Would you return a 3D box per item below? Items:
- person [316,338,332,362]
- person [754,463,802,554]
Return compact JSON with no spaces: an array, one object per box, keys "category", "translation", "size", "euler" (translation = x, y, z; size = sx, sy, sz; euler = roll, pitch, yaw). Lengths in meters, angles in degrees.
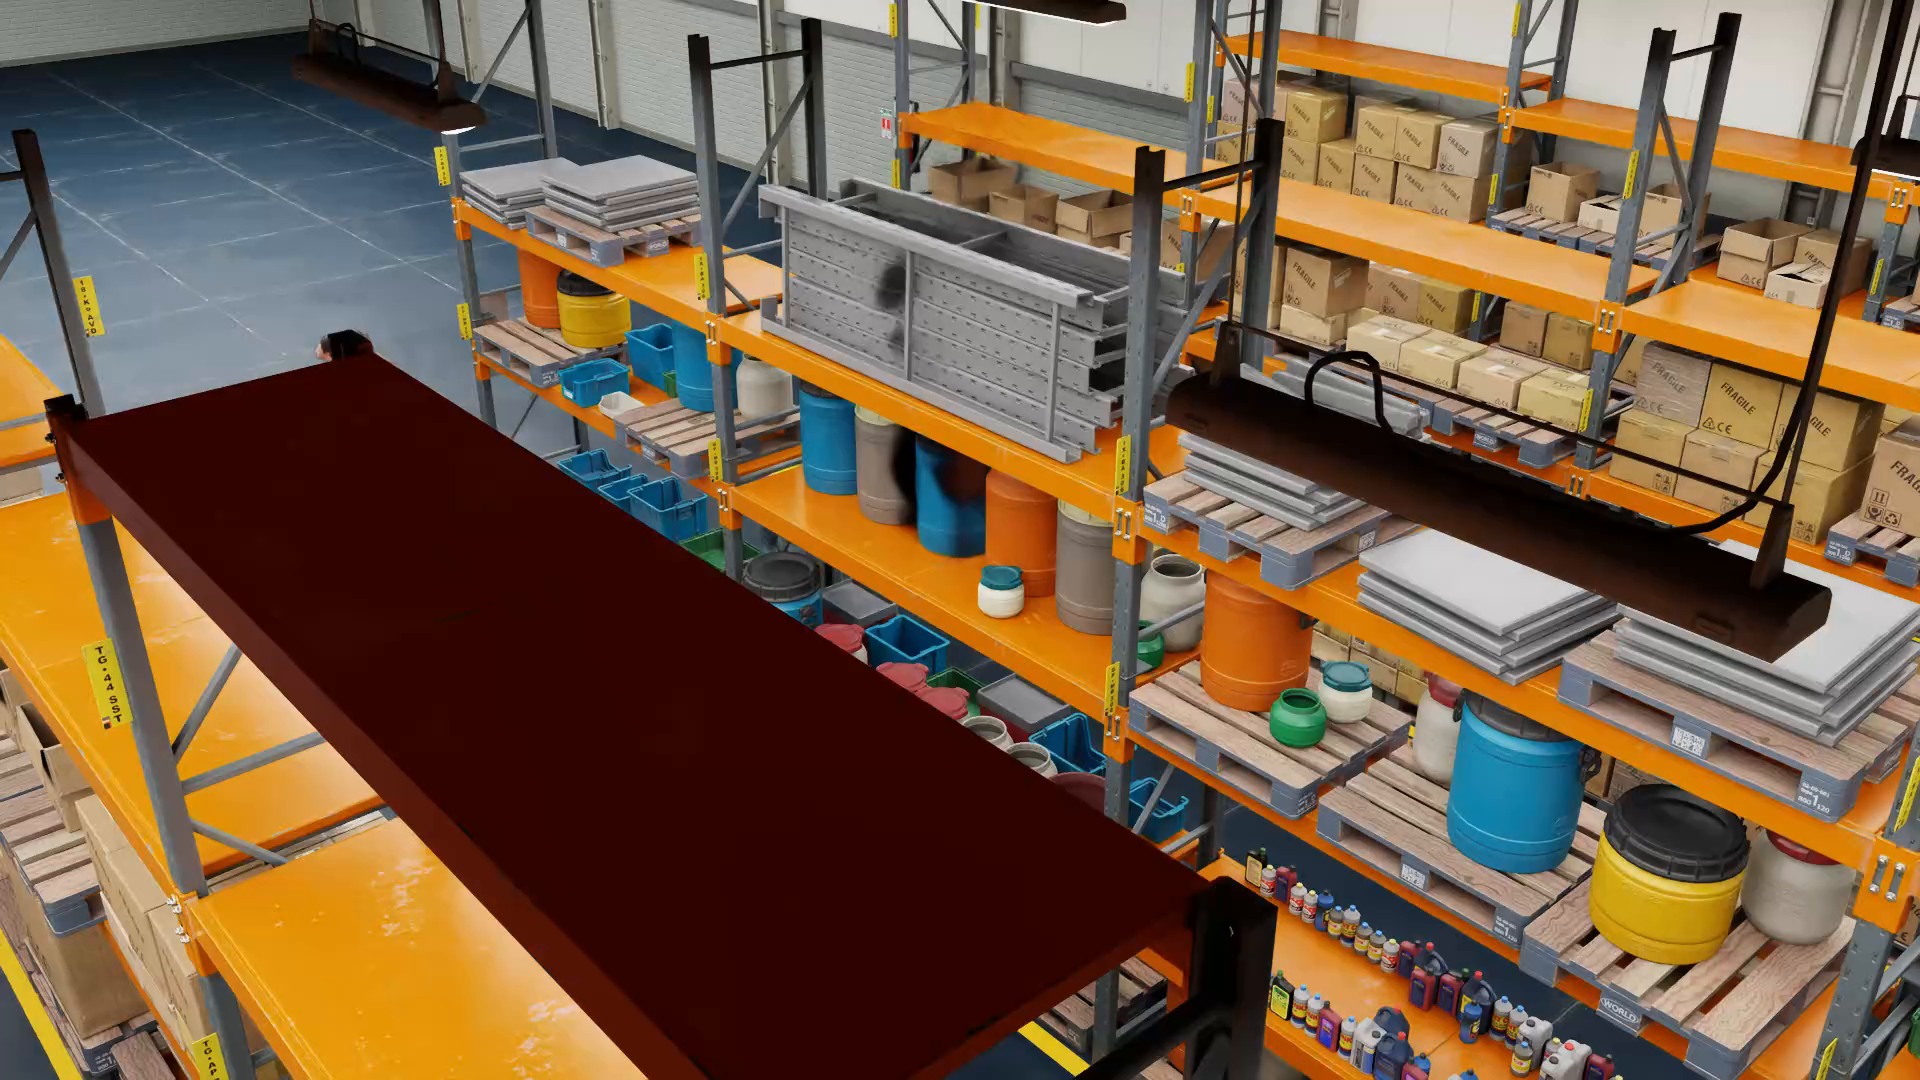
[{"category":"person","translation":[-6.957,-1.502,18.715],"size":[0.770,1.632,0.600],"euler":[-5,27,-11]},{"category":"person","translation":[-1.827,-0.306,16.275],"size":[0.575,1.719,0.706],"euler":[20,33,34]}]
